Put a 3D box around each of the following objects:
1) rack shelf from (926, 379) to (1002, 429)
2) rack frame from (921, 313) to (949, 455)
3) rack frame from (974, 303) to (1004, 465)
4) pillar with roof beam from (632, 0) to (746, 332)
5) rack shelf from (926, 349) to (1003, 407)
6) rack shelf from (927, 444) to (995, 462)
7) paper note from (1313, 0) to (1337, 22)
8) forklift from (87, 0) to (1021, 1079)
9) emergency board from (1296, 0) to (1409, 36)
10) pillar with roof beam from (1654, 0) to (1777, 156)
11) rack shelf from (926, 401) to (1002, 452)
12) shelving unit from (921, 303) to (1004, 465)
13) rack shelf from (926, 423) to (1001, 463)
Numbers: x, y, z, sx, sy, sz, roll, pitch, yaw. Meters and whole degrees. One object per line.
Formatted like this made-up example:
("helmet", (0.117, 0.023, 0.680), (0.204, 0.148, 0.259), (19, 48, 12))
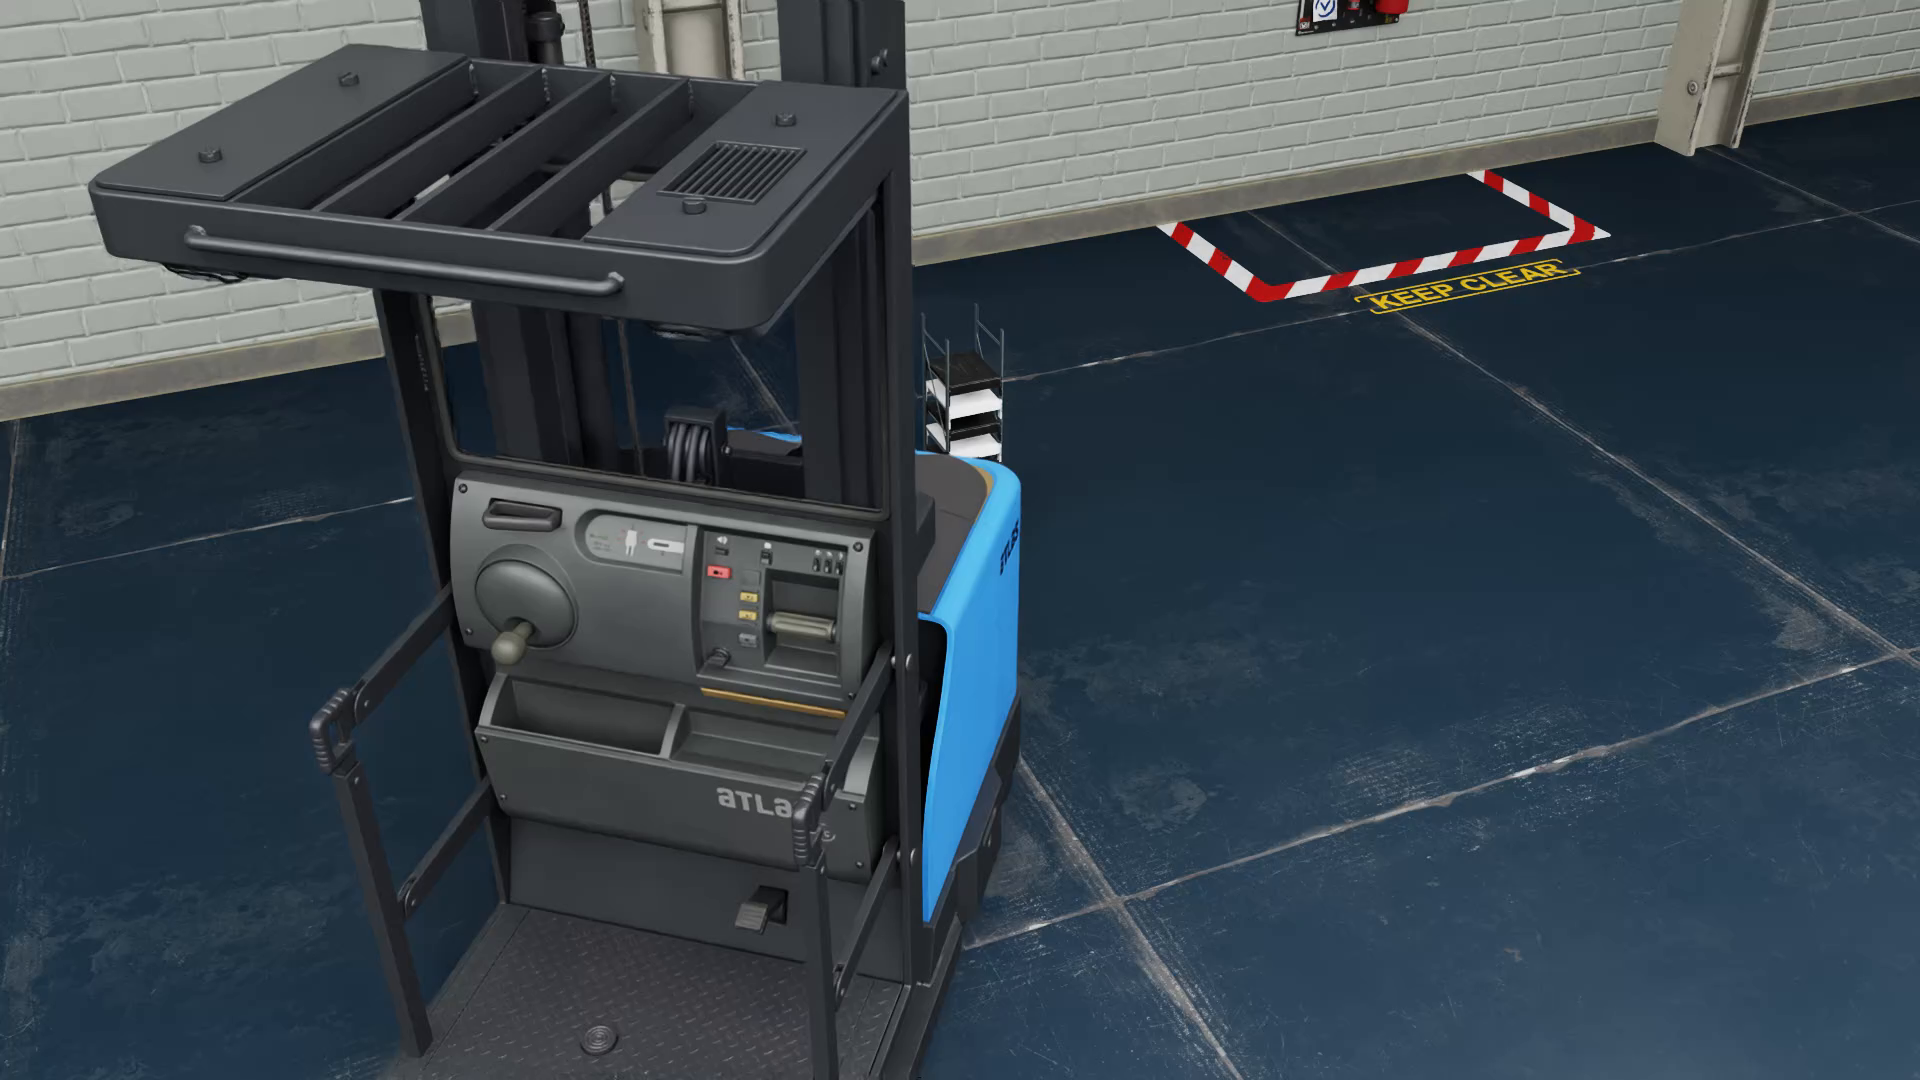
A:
("rack shelf", (0.007, -0.502, 5.927), (0.200, 0.077, 0.258), (-13, 35, -19))
("rack frame", (-0.086, -0.357, 5.974), (0.006, 0.900, 0.240), (-13, 35, -19))
("rack frame", (0.101, -0.400, 6.040), (0.006, 0.900, 0.240), (-13, 35, -19))
("pillar with roof beam", (0.492, -2.695, 2.140), (0.400, 9.000, 9.100), (-13, 35, -19))
("rack shelf", (0.007, -0.577, 5.878), (0.200, 0.077, 0.258), (-13, 35, -19))
("rack shelf", (0.007, -0.276, 6.074), (0.200, 0.077, 0.258), (-13, 35, -19))
("paper note", (1.874, -2.737, 8.514), (0.142, 0.148, 0.016), (-13, 35, -19))
("forklift", (-0.689, 0.165, 3.308), (1.130, 2.935, 3.031), (8, 34, 12))
("emergency board", (2.064, -3.109, 8.278), (0.643, 1.169, 0.194), (-13, 35, -19))
("pillar with roof beam", (6.024, -3.961, 4.087), (0.400, 9.000, 9.100), (-13, 35, -19))
("rack shelf", (0.007, -0.426, 5.976), (0.200, 0.077, 0.258), (-13, 35, -19))
("shelving unit", (0.007, -0.379, 6.007), (0.210, 0.900, 0.258), (-13, 35, -19))
("rack shelf", (0.007, -0.351, 6.025), (0.200, 0.077, 0.258), (-13, 35, -19))
